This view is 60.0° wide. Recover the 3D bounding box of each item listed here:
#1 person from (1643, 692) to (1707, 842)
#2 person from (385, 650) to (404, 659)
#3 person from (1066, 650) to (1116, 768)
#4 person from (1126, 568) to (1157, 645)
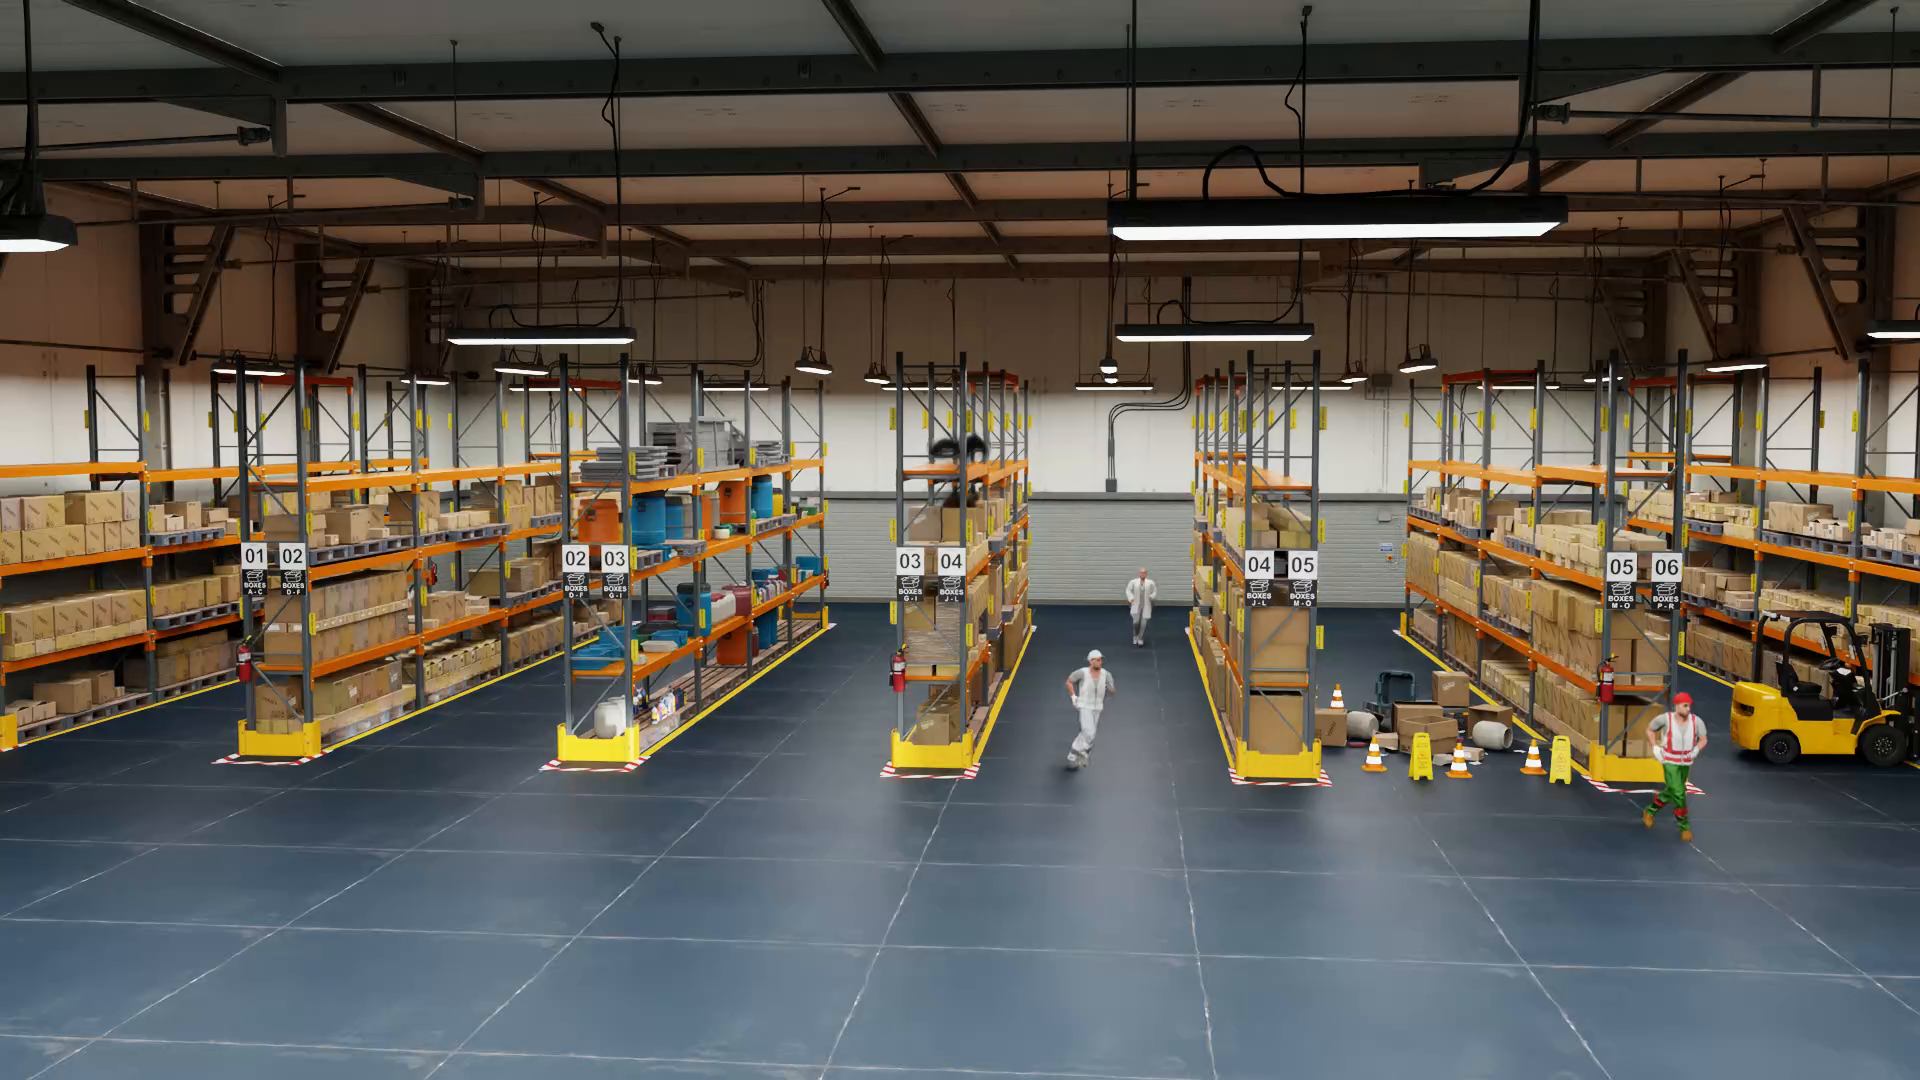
[{"bbox_3d":[8.638,2.686,20.114,0.613,1.764,0.863,-1,4,-8],"label":"person"},{"bbox_3d":[-11.812,1.684,34.612,0.581,1.630,0.798,0,4,-4],"label":"person"},{"bbox_3d":[1.922,2.433,23.886,0.571,1.731,0.857,-2,5,-31],"label":"person"},{"bbox_3d":[4.034,1.493,36.981,0.680,1.732,0.650,0,4,5],"label":"person"}]
